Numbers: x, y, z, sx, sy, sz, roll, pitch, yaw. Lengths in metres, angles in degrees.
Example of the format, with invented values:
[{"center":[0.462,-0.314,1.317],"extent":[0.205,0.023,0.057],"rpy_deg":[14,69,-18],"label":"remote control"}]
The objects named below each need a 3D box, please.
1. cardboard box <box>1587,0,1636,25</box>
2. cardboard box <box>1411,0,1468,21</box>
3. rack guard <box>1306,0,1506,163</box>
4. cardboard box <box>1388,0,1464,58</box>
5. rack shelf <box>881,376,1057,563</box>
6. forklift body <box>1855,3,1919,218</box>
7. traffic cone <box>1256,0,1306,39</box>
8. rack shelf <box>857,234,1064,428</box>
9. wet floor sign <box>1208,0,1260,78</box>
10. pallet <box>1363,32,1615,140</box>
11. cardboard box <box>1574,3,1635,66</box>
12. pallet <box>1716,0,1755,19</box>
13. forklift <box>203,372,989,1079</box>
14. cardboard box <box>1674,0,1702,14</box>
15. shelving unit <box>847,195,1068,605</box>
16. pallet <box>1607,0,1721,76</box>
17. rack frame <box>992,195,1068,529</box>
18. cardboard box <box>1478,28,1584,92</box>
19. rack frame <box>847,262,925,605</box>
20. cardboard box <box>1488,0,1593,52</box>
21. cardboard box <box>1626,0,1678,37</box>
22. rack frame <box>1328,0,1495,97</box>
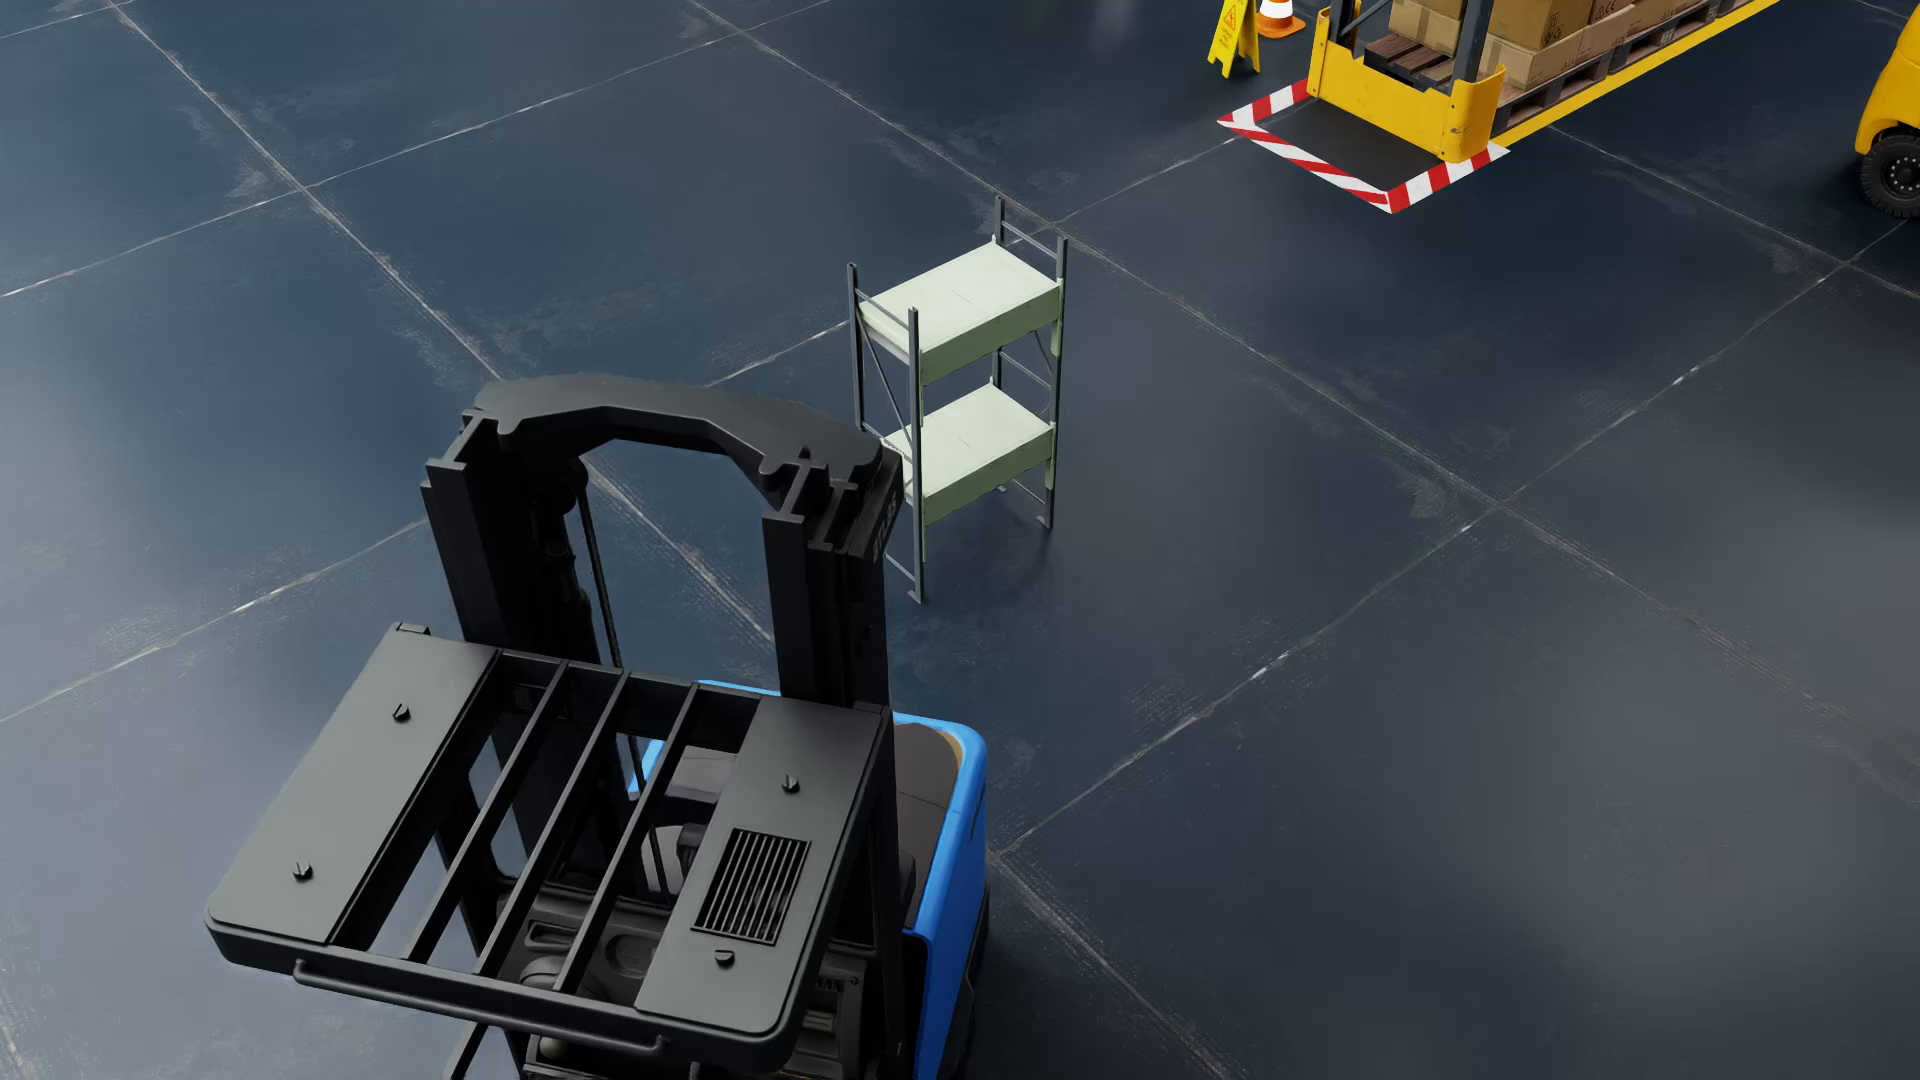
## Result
[{"center":[3.770,-3.479,9.971],"extent":[0.500,0.500,0.500],"rpy_deg":[-32,52,-29],"label":"cardboard box"},{"center":[3.005,-3.517,10.011],"extent":[0.500,0.500,0.500],"rpy_deg":[-29,51,-28],"label":"cardboard box"},{"center":[2.616,-2.726,9.841],"extent":[0.348,0.500,1.175],"rpy_deg":[-30,51,-28],"label":"rack guard"},{"center":[3.023,-3.261,10.287],"extent":[0.500,0.250,0.500],"rpy_deg":[-30,51,-28],"label":"cardboard box"},{"center":[-0.005,-0.306,7.010],"extent":[0.720,0.370,0.431],"rpy_deg":[-30,51,-28],"label":"rack shelf"},{"center":[6.029,-2.480,8.373],"extent":[1.214,2.155,2.313],"rpy_deg":[-30,51,-28],"label":"forklift body"},{"center":[2.060,-3.545,10.740],"extent":[0.334,0.463,0.336],"rpy_deg":[-30,51,-28],"label":"traffic cone"},{"center":[-0.005,-0.828,6.520],"extent":[0.720,0.370,0.431],"rpy_deg":[-30,51,-28],"label":"rack shelf"},{"center":[1.725,-3.224,10.265],"extent":[0.232,0.644,0.267],"rpy_deg":[-14,45,-14],"label":"wet floor sign"},{"center":[3.262,-2.959,10.300],"extent":[1.213,0.211,1.003],"rpy_deg":[-30,51,-28],"label":"pallet"},{"center":[3.750,-3.184,10.204],"extent":[0.500,0.250,0.500],"rpy_deg":[-28,50,-27],"label":"cardboard box"},{"center":[5.133,-4.030,11.441],"extent":[1.213,0.211,1.003],"rpy_deg":[-30,51,-28],"label":"pallet"},{"center":[-0.729,1.203,3.882],"extent":[1.130,2.935,3.031],"rpy_deg":[9,44,9],"label":"forklift"},{"center":[4.549,-3.650,10.701],"extent":[0.500,0.250,0.500],"rpy_deg":[-29,50,-27],"label":"cardboard box"},{"center":[-0.005,-0.544,6.787],"extent":[0.755,1.500,0.431],"rpy_deg":[-30,51,-28],"label":"shelving unit"},{"center":[4.197,-3.492,10.867],"extent":[1.213,0.211,1.003],"rpy_deg":[-30,51,-28],"label":"pallet"},{"center":[0.276,-0.705,6.958],"extent":[0.023,1.500,0.400],"rpy_deg":[-30,51,-28],"label":"rack frame"},{"center":[3.354,-2.963,9.970],"extent":[0.500,0.250,0.500],"rpy_deg":[-30,51,-28],"label":"cardboard box"},{"center":[-0.286,-0.383,6.616],"extent":[0.023,1.500,0.400],"rpy_deg":[-30,51,-28],"label":"rack frame"},{"center":[3.371,-3.248,9.724],"extent":[0.500,0.500,0.500],"rpy_deg":[-32,52,-29],"label":"cardboard box"},{"center":[4.160,-3.430,10.466],"extent":[0.500,0.250,0.500],"rpy_deg":[-26,49,-25],"label":"cardboard box"},{"center":[2.557,-3.604,8.949],"extent":[0.127,3.000,1.000],"rpy_deg":[-30,51,-28],"label":"rack frame"}]
